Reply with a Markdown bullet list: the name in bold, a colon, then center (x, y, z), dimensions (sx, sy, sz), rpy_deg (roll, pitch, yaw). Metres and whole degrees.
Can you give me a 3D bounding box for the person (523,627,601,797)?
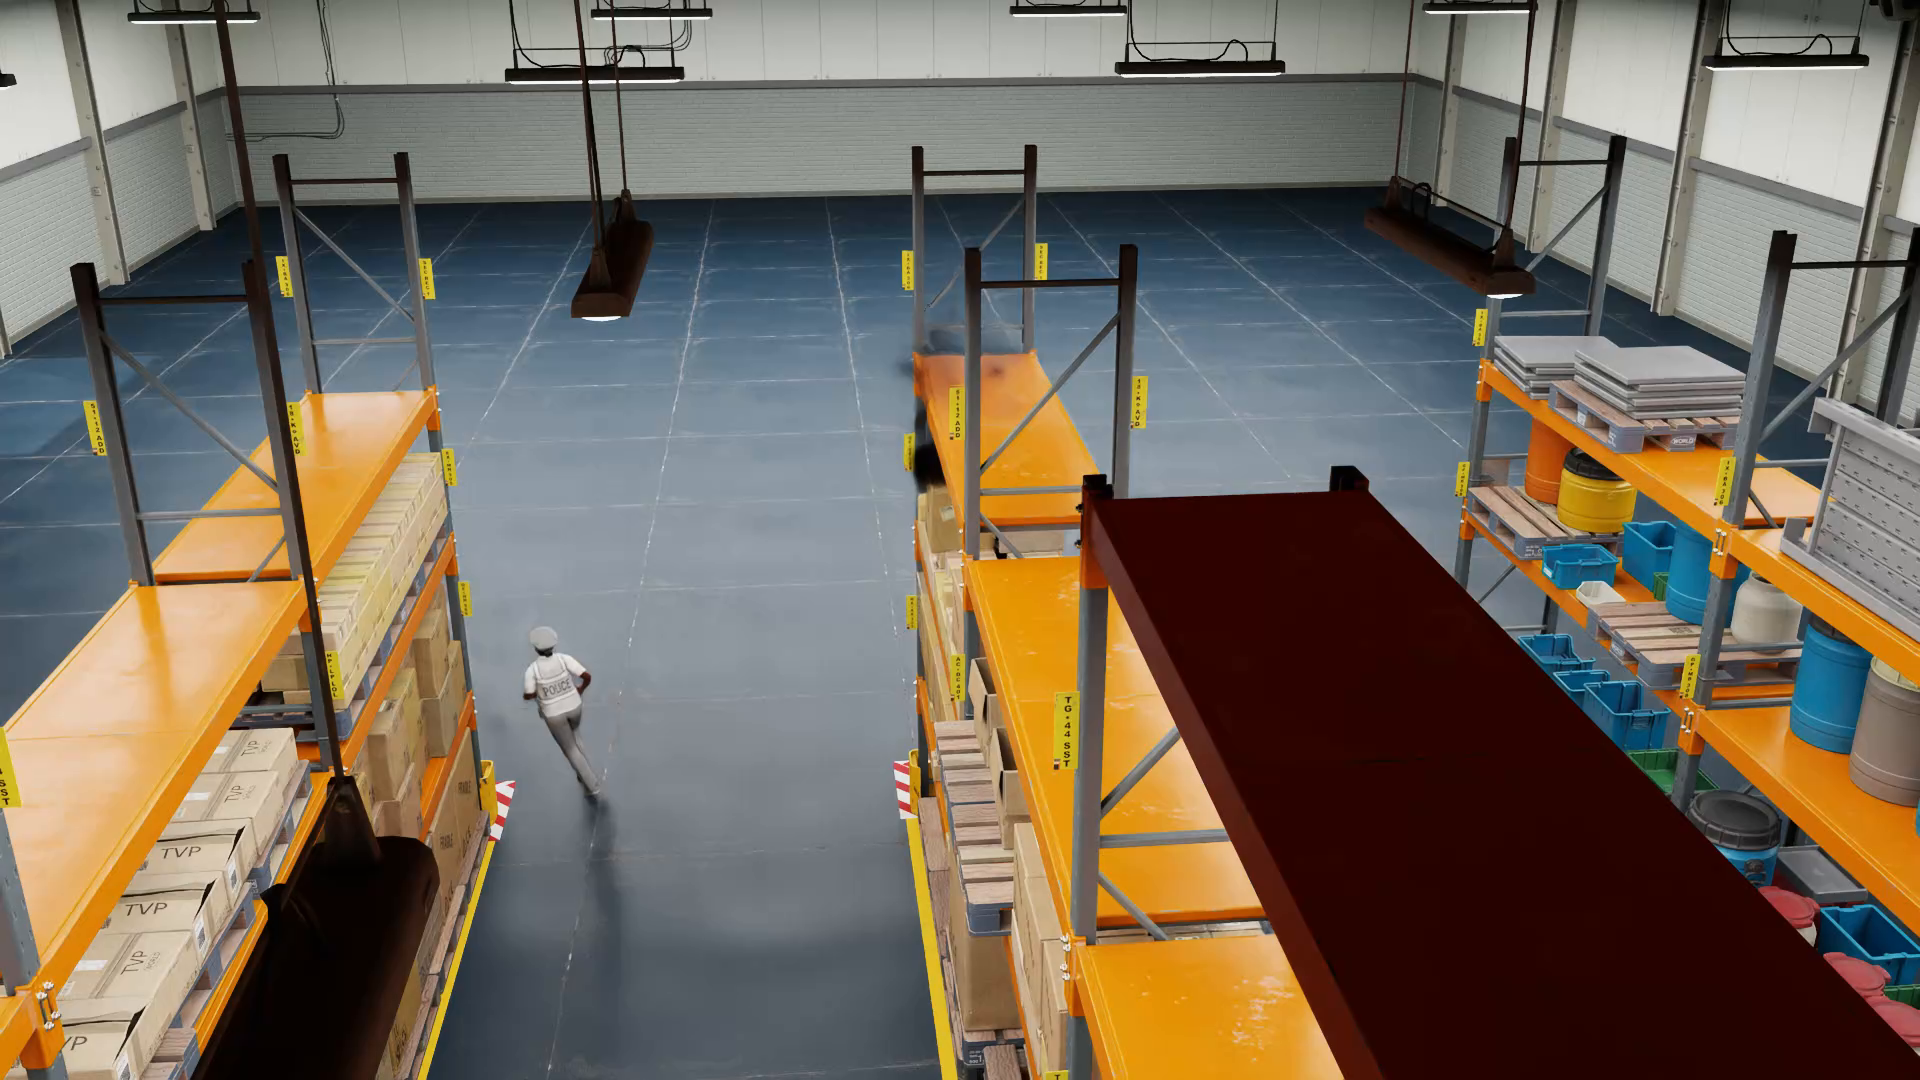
- **person**: center (-3.655, 1.647, 15.288), dimensions (0.595, 1.752, 0.666), rpy_deg (-16, 26, -34)
